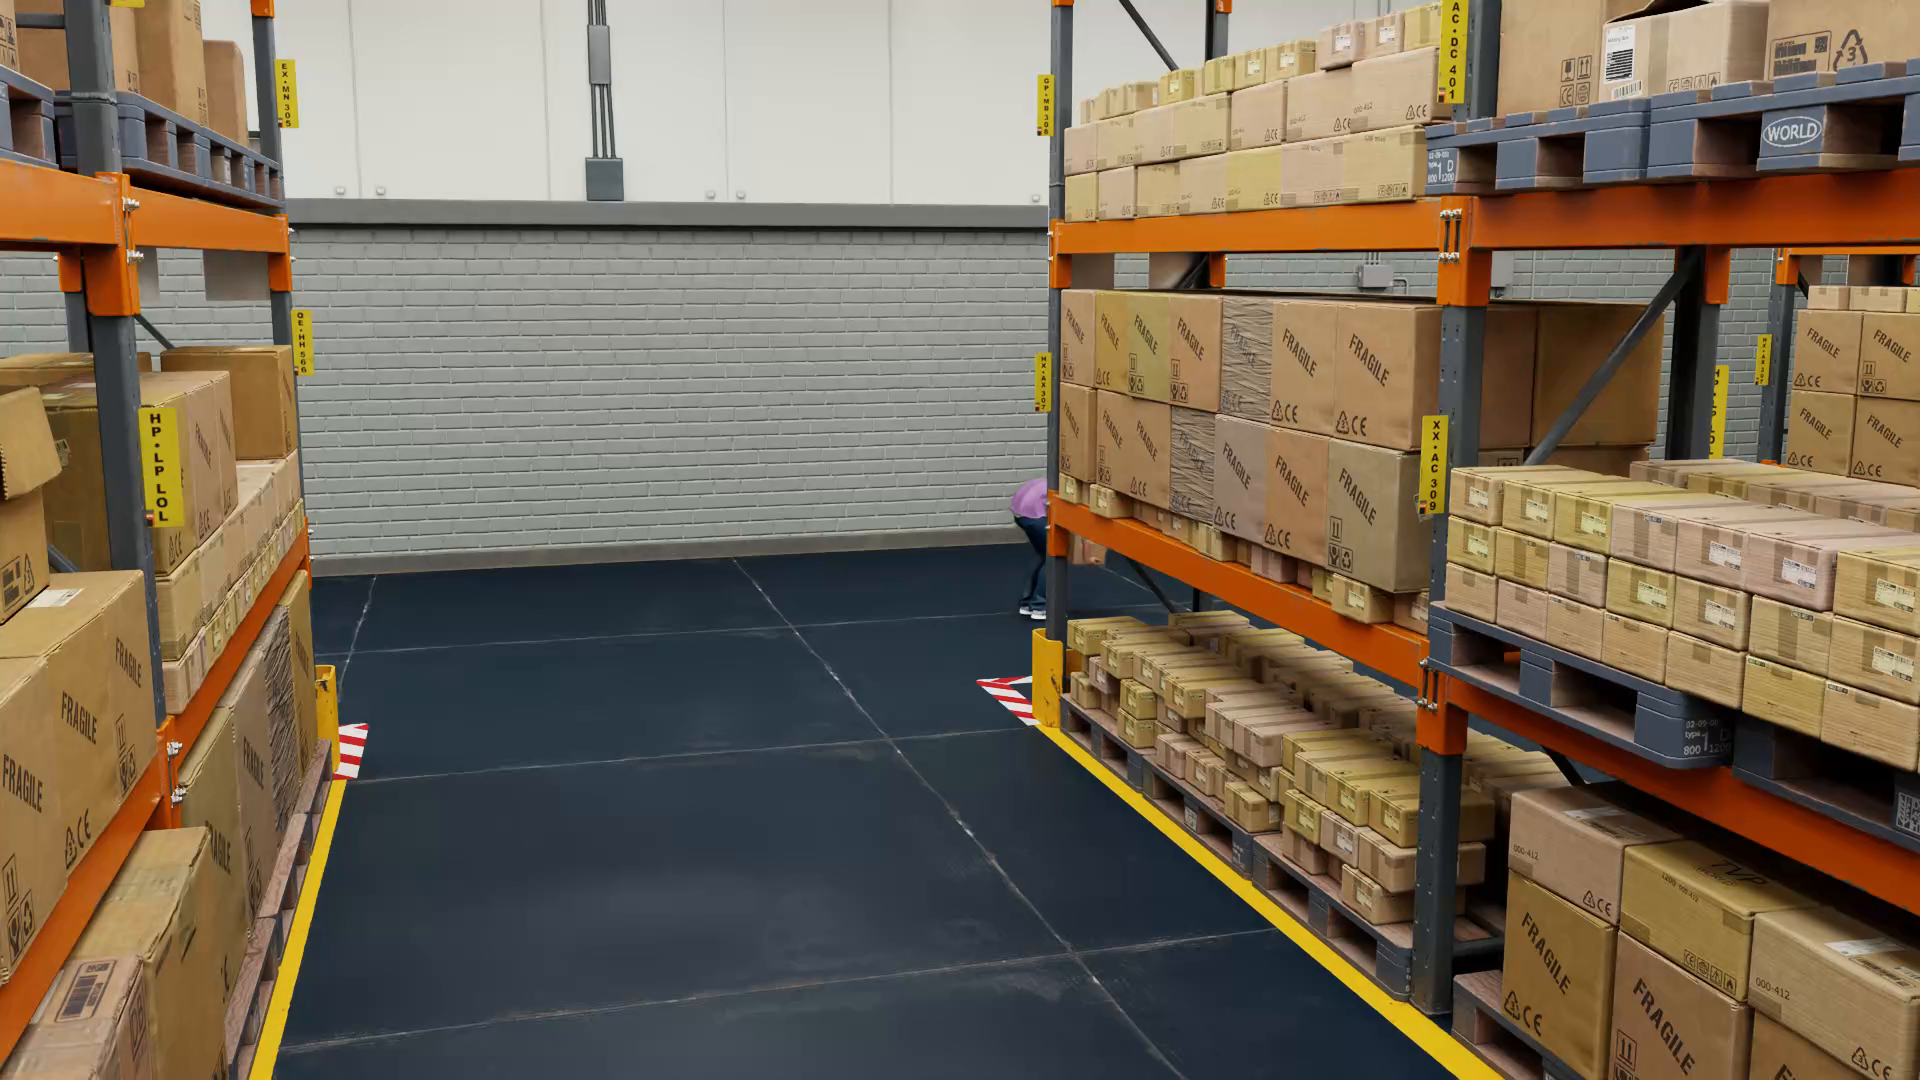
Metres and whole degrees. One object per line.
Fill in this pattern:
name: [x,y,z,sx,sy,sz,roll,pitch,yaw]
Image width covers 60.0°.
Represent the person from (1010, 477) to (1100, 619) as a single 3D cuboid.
person: [0.784,0.017,12.285,0.848,1.114,0.382,-3,10,-18]
